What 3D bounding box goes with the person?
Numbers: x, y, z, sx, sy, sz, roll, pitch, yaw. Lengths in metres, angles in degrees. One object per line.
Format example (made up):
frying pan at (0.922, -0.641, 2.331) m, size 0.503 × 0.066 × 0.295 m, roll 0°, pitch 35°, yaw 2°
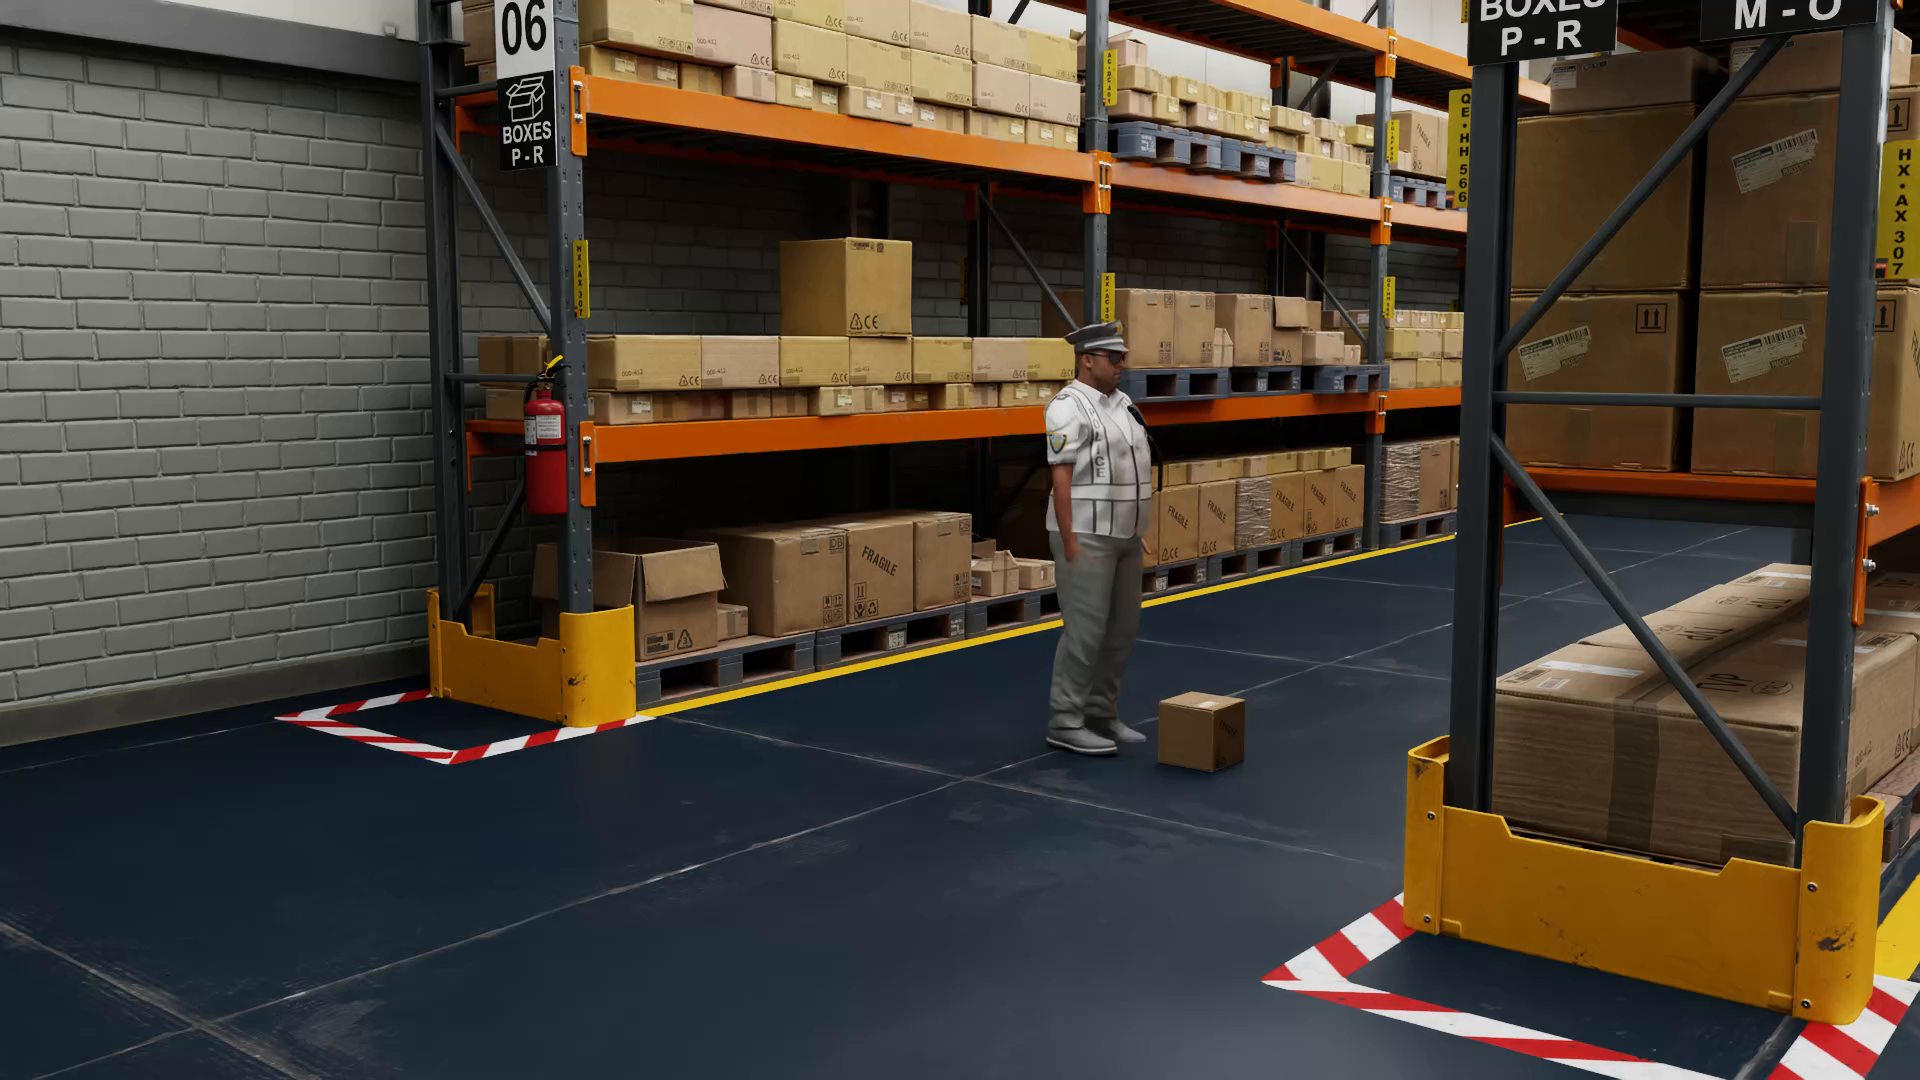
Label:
person at (0.587, -0.008, 6.861) m, size 0.393 × 1.778 × 0.526 m, roll 6°, pitch 9°, yaw 40°
